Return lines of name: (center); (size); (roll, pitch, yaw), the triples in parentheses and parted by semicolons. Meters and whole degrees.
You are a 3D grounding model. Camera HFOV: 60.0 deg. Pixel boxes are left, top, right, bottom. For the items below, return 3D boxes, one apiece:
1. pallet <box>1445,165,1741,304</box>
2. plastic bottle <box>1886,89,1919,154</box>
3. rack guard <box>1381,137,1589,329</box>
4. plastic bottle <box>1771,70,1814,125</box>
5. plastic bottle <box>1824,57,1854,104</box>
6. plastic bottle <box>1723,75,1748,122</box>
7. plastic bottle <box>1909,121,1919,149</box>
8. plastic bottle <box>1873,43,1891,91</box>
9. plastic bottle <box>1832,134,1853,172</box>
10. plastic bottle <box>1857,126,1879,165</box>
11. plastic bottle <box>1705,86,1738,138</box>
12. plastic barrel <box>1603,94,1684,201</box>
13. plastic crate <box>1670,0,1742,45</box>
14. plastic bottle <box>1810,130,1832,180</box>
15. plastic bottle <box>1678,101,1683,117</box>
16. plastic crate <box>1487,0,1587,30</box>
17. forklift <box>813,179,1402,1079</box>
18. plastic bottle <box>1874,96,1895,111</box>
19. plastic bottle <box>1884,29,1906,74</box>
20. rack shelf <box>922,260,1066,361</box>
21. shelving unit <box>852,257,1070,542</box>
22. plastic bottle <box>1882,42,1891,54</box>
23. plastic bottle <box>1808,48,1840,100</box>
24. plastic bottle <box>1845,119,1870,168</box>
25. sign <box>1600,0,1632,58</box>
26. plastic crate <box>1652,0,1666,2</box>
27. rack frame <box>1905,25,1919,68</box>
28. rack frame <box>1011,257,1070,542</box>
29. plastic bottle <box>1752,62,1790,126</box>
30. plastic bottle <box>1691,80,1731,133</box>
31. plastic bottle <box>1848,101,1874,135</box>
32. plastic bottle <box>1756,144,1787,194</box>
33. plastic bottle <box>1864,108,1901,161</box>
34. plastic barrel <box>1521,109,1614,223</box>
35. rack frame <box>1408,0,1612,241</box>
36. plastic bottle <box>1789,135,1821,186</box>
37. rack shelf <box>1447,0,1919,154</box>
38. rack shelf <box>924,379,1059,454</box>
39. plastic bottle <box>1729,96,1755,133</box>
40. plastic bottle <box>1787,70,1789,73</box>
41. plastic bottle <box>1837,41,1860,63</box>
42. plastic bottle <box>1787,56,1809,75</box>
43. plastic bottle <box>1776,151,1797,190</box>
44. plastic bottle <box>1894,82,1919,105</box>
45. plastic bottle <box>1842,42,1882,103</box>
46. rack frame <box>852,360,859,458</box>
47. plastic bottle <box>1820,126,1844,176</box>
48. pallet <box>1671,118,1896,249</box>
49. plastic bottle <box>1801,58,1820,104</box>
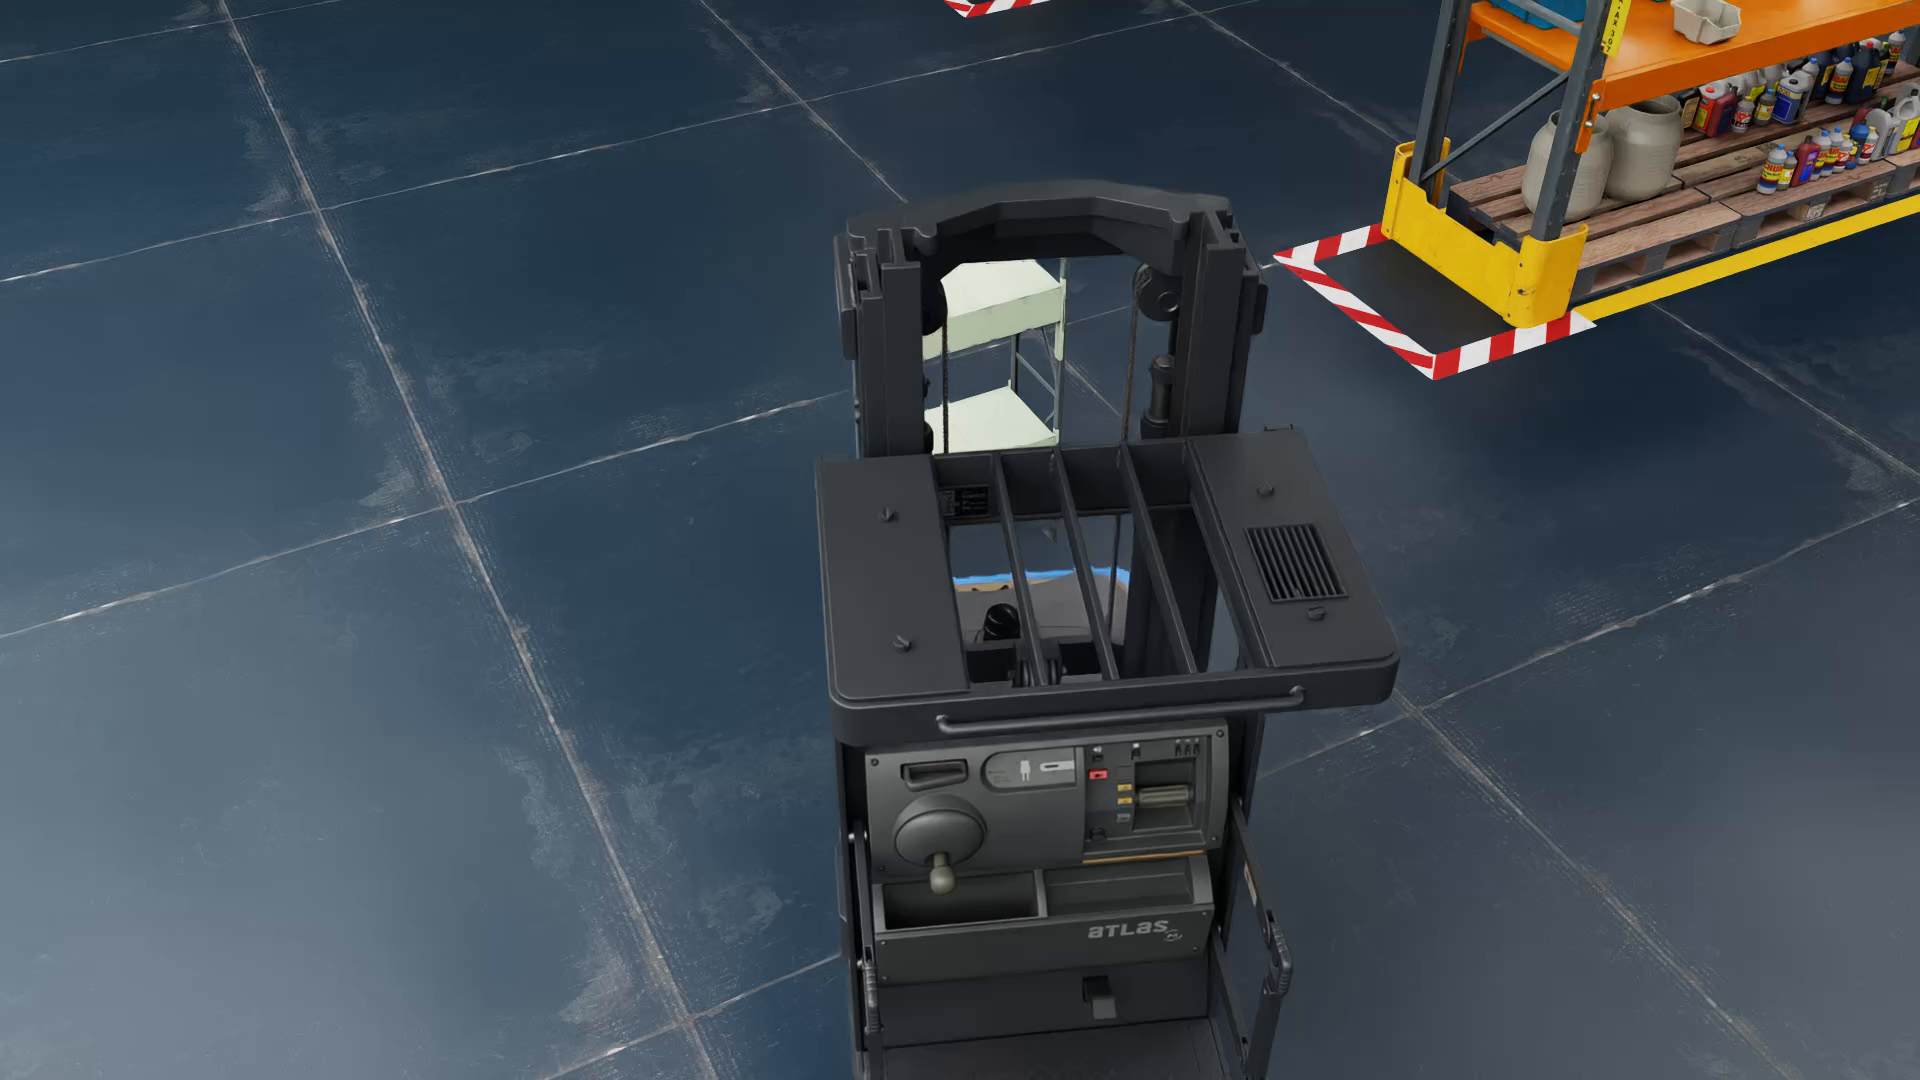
pallet: (3.473, -1.775, 9.184); (1.213, 0.211, 1.003); (-19, 44, -21)
plastic bottle: (5.357, -2.390, 9.462); (0.185, 0.351, 0.144); (-19, 44, -21)
rack guard: (2.750, -1.646, 8.808); (0.348, 0.500, 1.175); (-19, 44, -21)
plastic bottle: (4.890, -2.609, 9.778); (0.135, 0.276, 0.152); (-19, 44, -21)
plastic bottle: (5.271, -2.755, 9.955); (0.097, 0.271, 0.097); (0, 40, 0)
plastic bottle: (4.490, -2.579, 9.743); (0.135, 0.276, 0.152); (-20, 44, -22)
plastic bottle: (5.518, -2.388, 9.512); (0.133, 0.283, 0.061); (-16, 43, -18)
plastic bottle: (5.542, -2.859, 10.067); (0.133, 0.283, 0.061); (-19, 44, -21)
plastic bottle: (4.937, -2.175, 9.323); (0.097, 0.201, 0.097); (0, 40, 0)
plastic bottle: (5.119, -2.236, 9.395); (0.097, 0.201, 0.097); (0, 40, 0)
plastic bottle: (4.416, -2.480, 9.620); (0.133, 0.283, 0.061); (-19, 44, -21)
plastic barrel: (3.697, -2.151, 9.070); (0.421, 0.512, 0.421); (0, 40, 0)
plastic crate: (3.646, -2.533, 8.125); (0.250, 0.136, 0.298); (-19, 44, -21)
plastic bottle: (4.760, -2.142, 9.230); (0.097, 0.271, 0.097); (0, 40, 0)
plastic bottle: (4.130, -2.450, 9.648); (0.097, 0.201, 0.097); (0, 40, 0)
plastic crate: (3.010, -2.815, 8.369); (0.616, 0.251, 0.499); (-19, 44, -21)
forklift: (0.253, 0.757, 4.087); (1.130, 2.935, 3.031); (-4, 40, -5)
plastic bottle: (5.287, -2.416, 9.544); (0.133, 0.283, 0.061); (-19, 44, -21)
plastic bottle: (5.767, -3.027, 10.276); (0.097, 0.271, 0.097); (0, 40, 0)
rack shelf: (-0.006, -0.868, 6.511); (0.720, 0.370, 0.431); (-19, 44, -21)
shelving unit: (-0.006, -0.570, 6.763); (0.755, 1.500, 0.431); (-19, 44, -21)
plastic bottle: (5.676, -2.970, 10.262); (0.097, 0.201, 0.097); (0, 40, 0)
plastic bottle: (5.177, -2.842, 9.995); (0.185, 0.351, 0.144); (-20, 44, -22)
plastic bottle: (5.028, -2.232, 9.337); (0.097, 0.271, 0.097); (0, 40, 0)
sign: (2.954, -2.340, 7.478); (0.005, 0.325, 0.100); (-19, 44, -21)
plastic crate: (3.588, -3.005, 8.594); (0.408, 0.251, 0.499); (-19, 44, -21)
rack frame: (6.252, -3.744, 9.352); (0.127, 3.000, 1.000); (-19, 44, -21)
rack frame: (0.319, -0.680, 6.892); (0.023, 1.500, 0.400); (-19, 44, -21)
plastic bottle: (4.779, -2.673, 9.796); (0.284, 0.351, 0.242); (-19, 44, -21)
plastic bottle: (4.367, -2.538, 9.694); (0.135, 0.276, 0.152); (-18, 44, -20)
plastic bottle: (5.161, -2.379, 9.501); (0.133, 0.283, 0.061); (-19, 44, -21)
plastic bottle: (4.456, -2.040, 9.109); (0.097, 0.271, 0.097); (0, 40, 0)
plastic bottle: (5.211, -2.316, 9.431); (0.135, 0.276, 0.152); (-18, 43, -20)
plastic barrel: (3.252, -2.002, 8.894); (0.421, 0.512, 0.421); (0, 40, 0)
rack frame: (2.704, -2.551, 7.942); (0.127, 3.000, 1.000); (-19, 44, -21)
plastic bottle: (4.665, -2.101, 9.173); (0.133, 0.283, 0.061); (-18, 43, -20)
rack shelf: (4.478, -2.873, 8.879); (4.000, 0.370, 1.077); (-19, 44, -21)
rack shelf: (-0.006, -0.322, 6.974); (0.720, 0.370, 0.431); (-19, 44, -21)
plastic bottle: (4.564, -2.485, 9.689); (0.097, 0.201, 0.097); (0, 40, 0)
plastic bottle: (4.915, -2.714, 9.960); (0.097, 0.201, 0.097); (0, 40, 0)
plastic bottle: (5.344, -2.898, 10.062); (0.185, 0.351, 0.144); (-17, 43, -20)
plastic bottle: (5.011, -2.791, 9.987); (0.133, 0.283, 0.061); (-17, 43, -19)
plastic bottle: (4.548, -2.044, 9.168); (0.097, 0.201, 0.097); (0, 40, 0)
plastic bottle: (5.553, -2.536, 9.691); (0.135, 0.276, 0.152); (-19, 44, -21)
plastic bottle: (5.411, -2.816, 9.964); (0.185, 0.351, 0.144); (-19, 44, -21)
rack frame: (-0.331, -0.461, 6.634); (0.023, 1.500, 0.400); (-19, 44, -21)
plastic bottle: (4.849, -2.172, 9.265); (0.097, 0.271, 0.097); (0, 40, 0)
pallet: (4.553, -2.137, 9.611); (1.213, 0.211, 1.003); (-19, 44, -21)
plastic bottle: (5.063, -2.746, 9.944); (0.097, 0.271, 0.097); (0, 40, 0)
